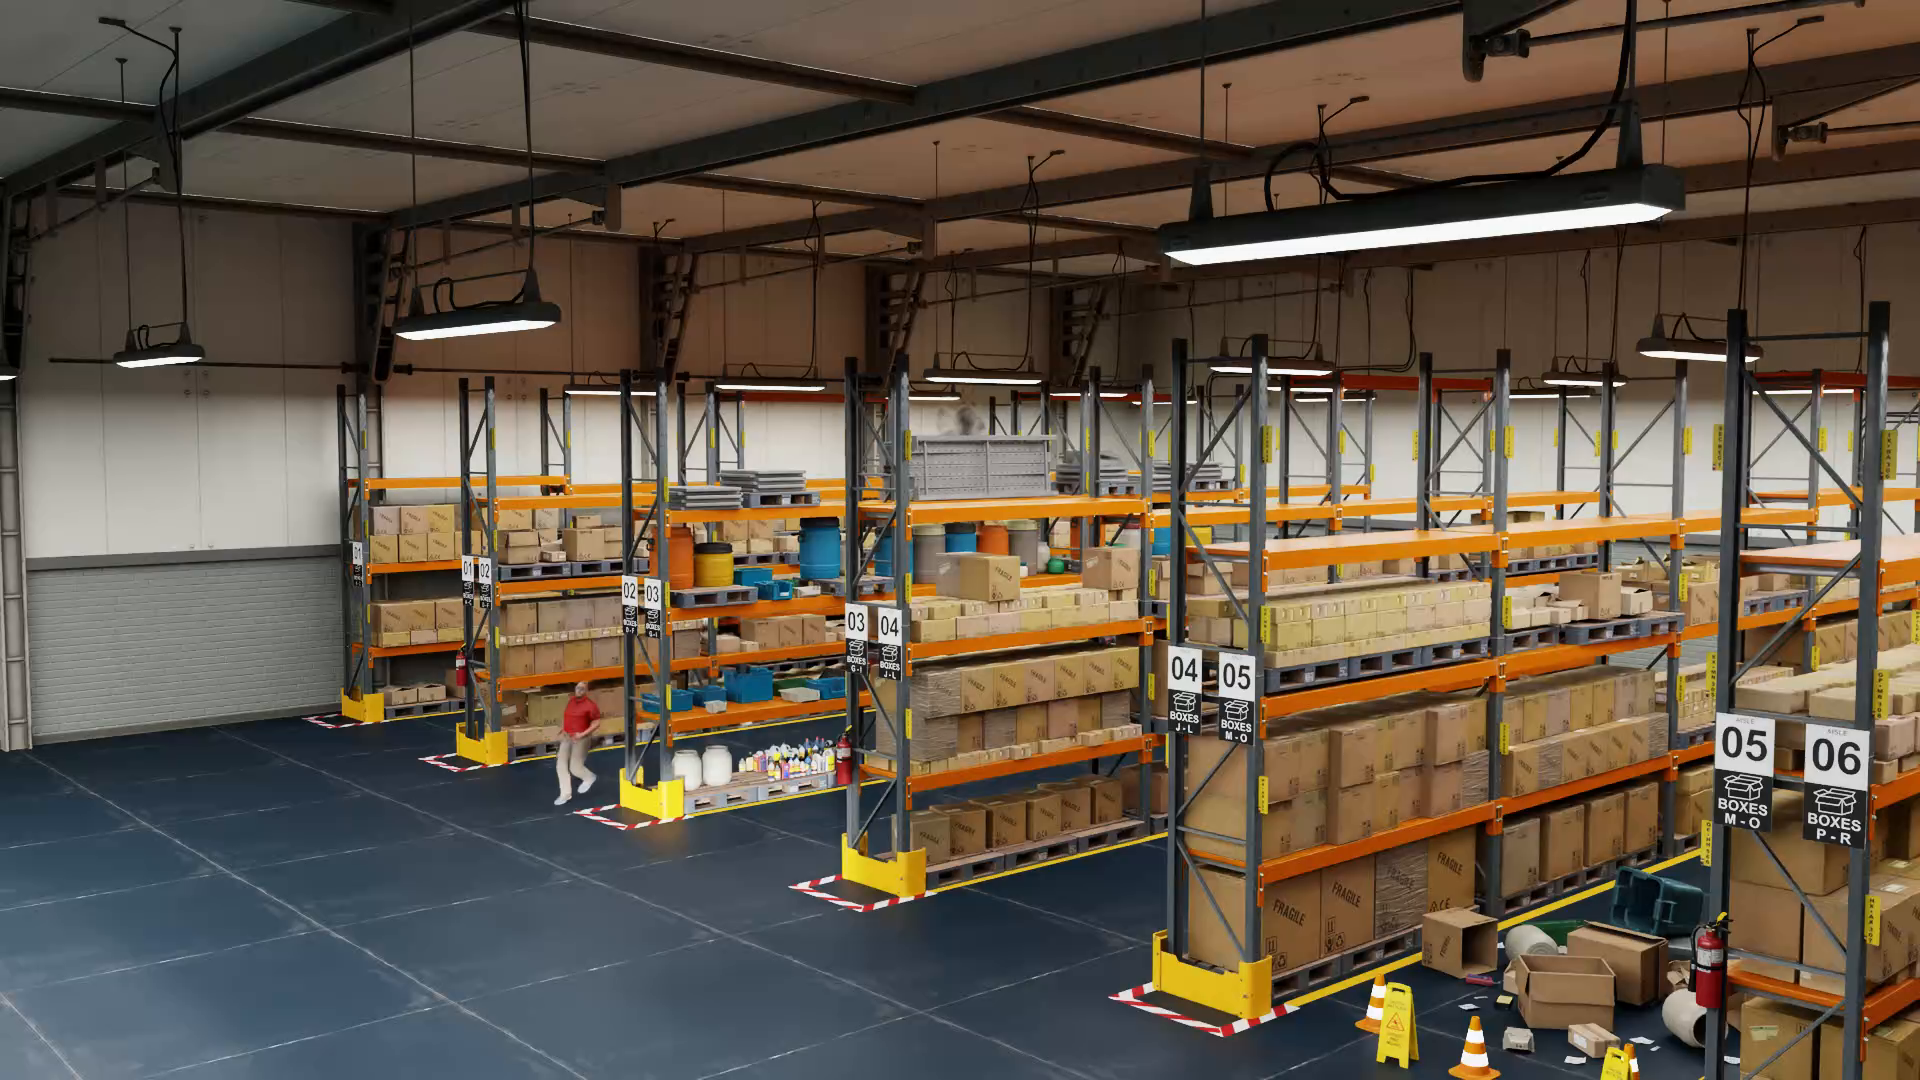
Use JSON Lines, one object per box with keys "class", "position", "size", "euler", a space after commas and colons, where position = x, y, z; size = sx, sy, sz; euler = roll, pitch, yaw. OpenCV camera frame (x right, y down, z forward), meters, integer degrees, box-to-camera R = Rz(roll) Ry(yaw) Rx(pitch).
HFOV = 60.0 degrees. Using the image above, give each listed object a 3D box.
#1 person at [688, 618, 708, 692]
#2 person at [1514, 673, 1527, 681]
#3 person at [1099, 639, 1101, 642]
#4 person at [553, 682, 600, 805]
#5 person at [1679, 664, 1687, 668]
{"class": "person", "position": [-4.858, 2.290, 30.658], "size": [0.603, 1.722, 0.656], "euler": [-4, 5, -43]}
{"class": "person", "position": [8.204, 2.756, 24.477], "size": [0.504, 1.604, 0.672], "euler": [3, 5, 36]}
{"class": "person", "position": [2.466, 2.272, 32.080], "size": [0.594, 1.598, 0.585], "euler": [3, 5, 36]}
{"class": "person", "position": [-5.319, 2.814, 23.186], "size": [0.711, 1.695, 0.684], "euler": [2, 4, 25]}
{"class": "person", "position": [10.806, 2.695, 25.043], "size": [0.559, 1.663, 0.548], "euler": [4, 5, 44]}
